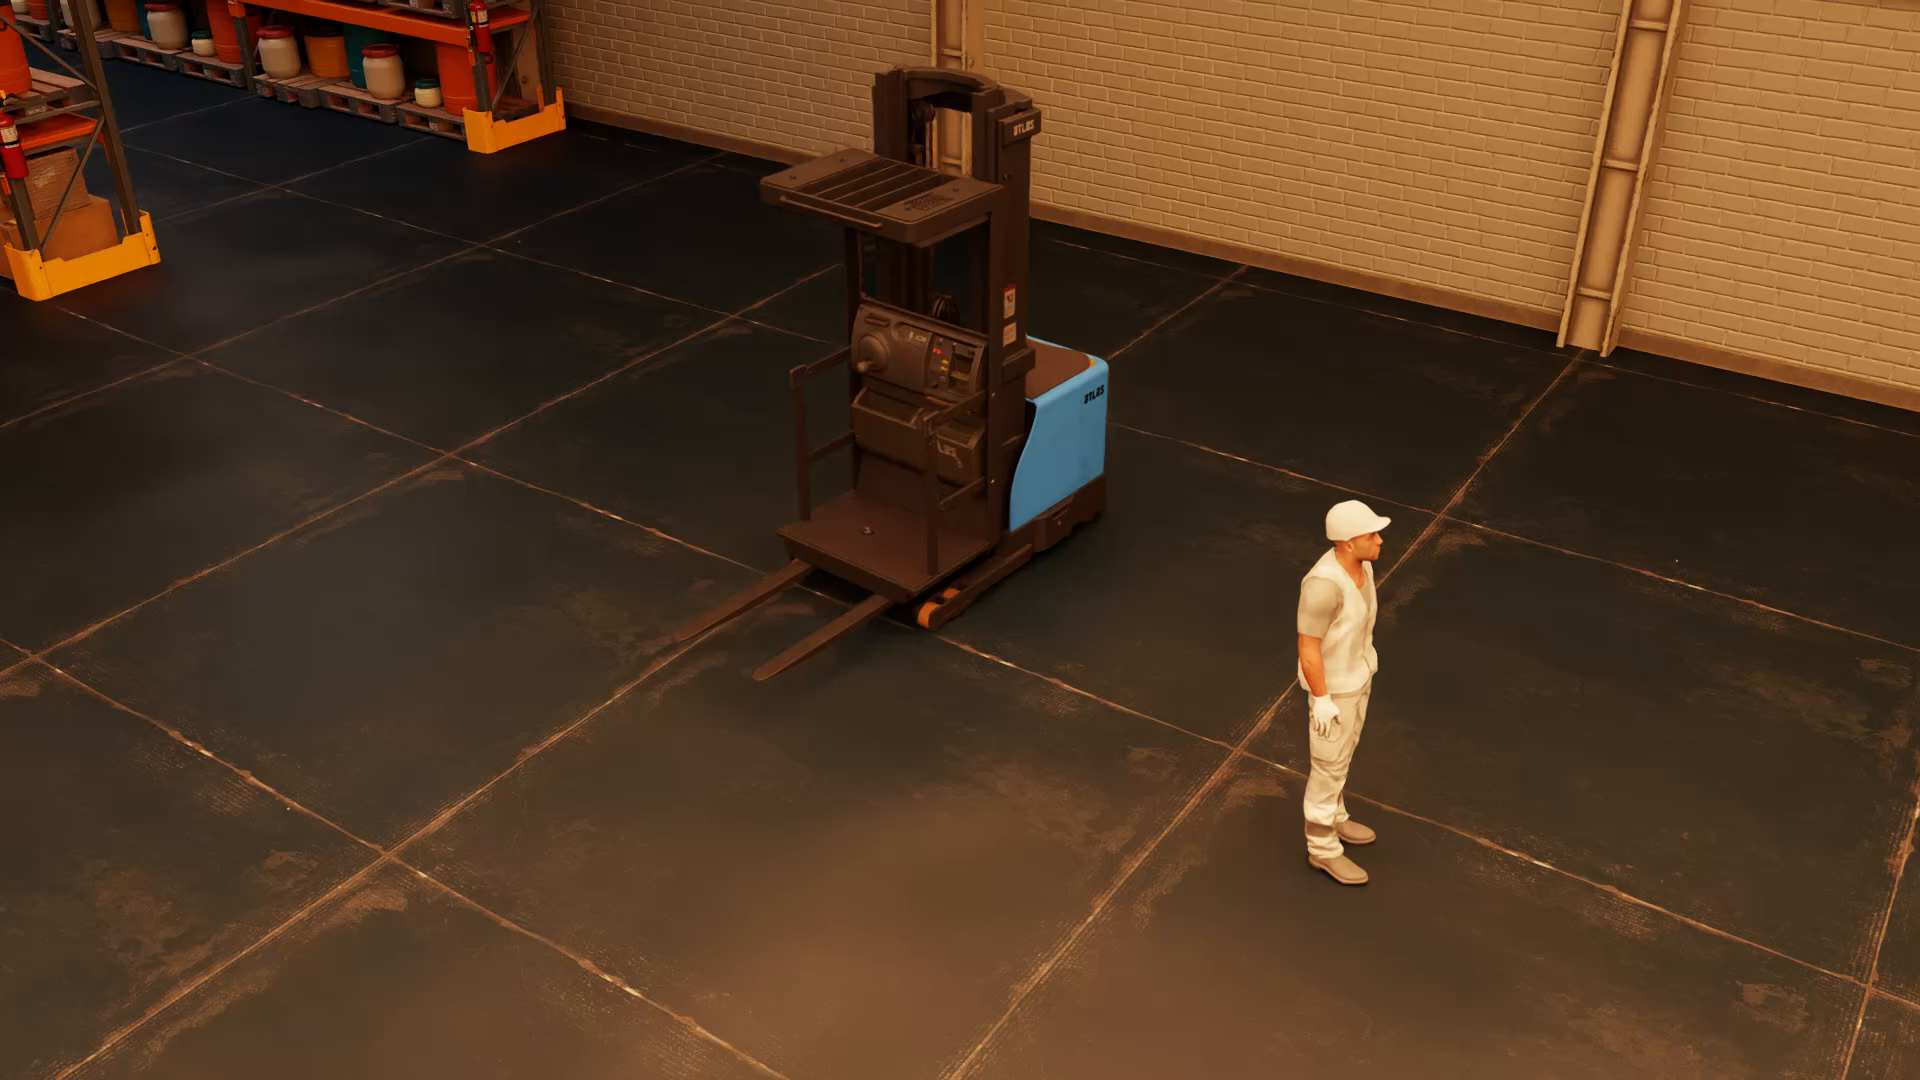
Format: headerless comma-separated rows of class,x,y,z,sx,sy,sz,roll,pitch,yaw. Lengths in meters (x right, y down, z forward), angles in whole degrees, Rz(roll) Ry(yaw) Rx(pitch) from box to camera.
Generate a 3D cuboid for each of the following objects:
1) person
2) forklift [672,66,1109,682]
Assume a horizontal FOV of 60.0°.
person,1.789,0.664,7.569,0.536,1.792,0.635,18,35,28
forklift,-0.377,-1.026,9.348,1.130,2.935,3.031,22,37,33
